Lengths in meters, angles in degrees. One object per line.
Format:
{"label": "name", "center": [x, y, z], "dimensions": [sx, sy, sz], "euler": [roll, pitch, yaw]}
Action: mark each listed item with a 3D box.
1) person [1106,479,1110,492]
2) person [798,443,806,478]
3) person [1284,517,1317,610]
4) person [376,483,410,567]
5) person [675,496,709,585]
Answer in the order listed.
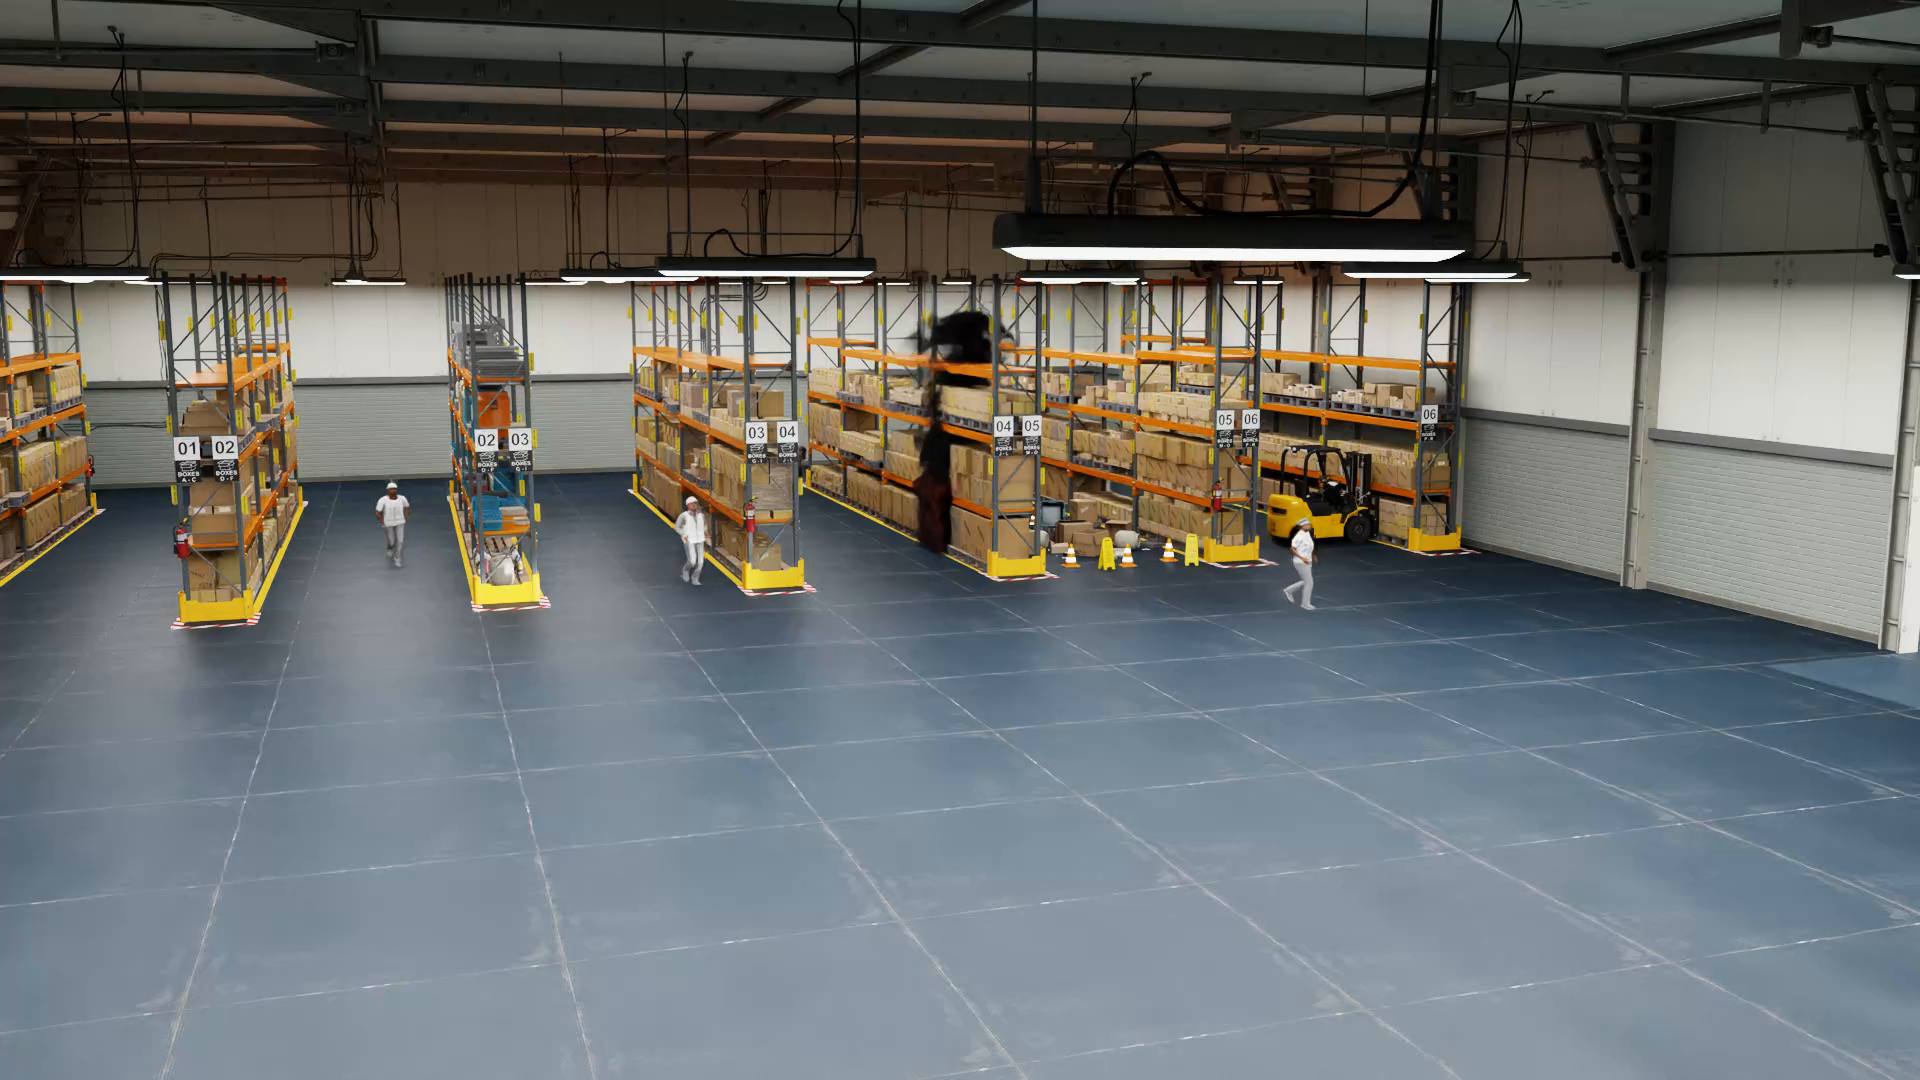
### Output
{"label": "person", "center": [3.959, -1.934, 45.099], "dimensions": [0.641, 1.851, 0.745], "euler": [-3, 9, -21]}
{"label": "person", "center": [-4.523, -1.856, 44.938], "dimensions": [0.751, 1.743, 1.044], "euler": [-4, 9, -23]}
{"label": "person", "center": [6.118, 0.405, 29.918], "dimensions": [0.654, 1.682, 0.586], "euler": [5, 10, 32]}
{"label": "person", "center": [-11.770, -0.331, 34.599], "dimensions": [0.699, 1.745, 0.771], "euler": [-5, 10, -28]}
{"label": "person", "center": [-5.145, 0.023, 32.195], "dimensions": [0.655, 1.723, 0.598], "euler": [-6, 10, -33]}
